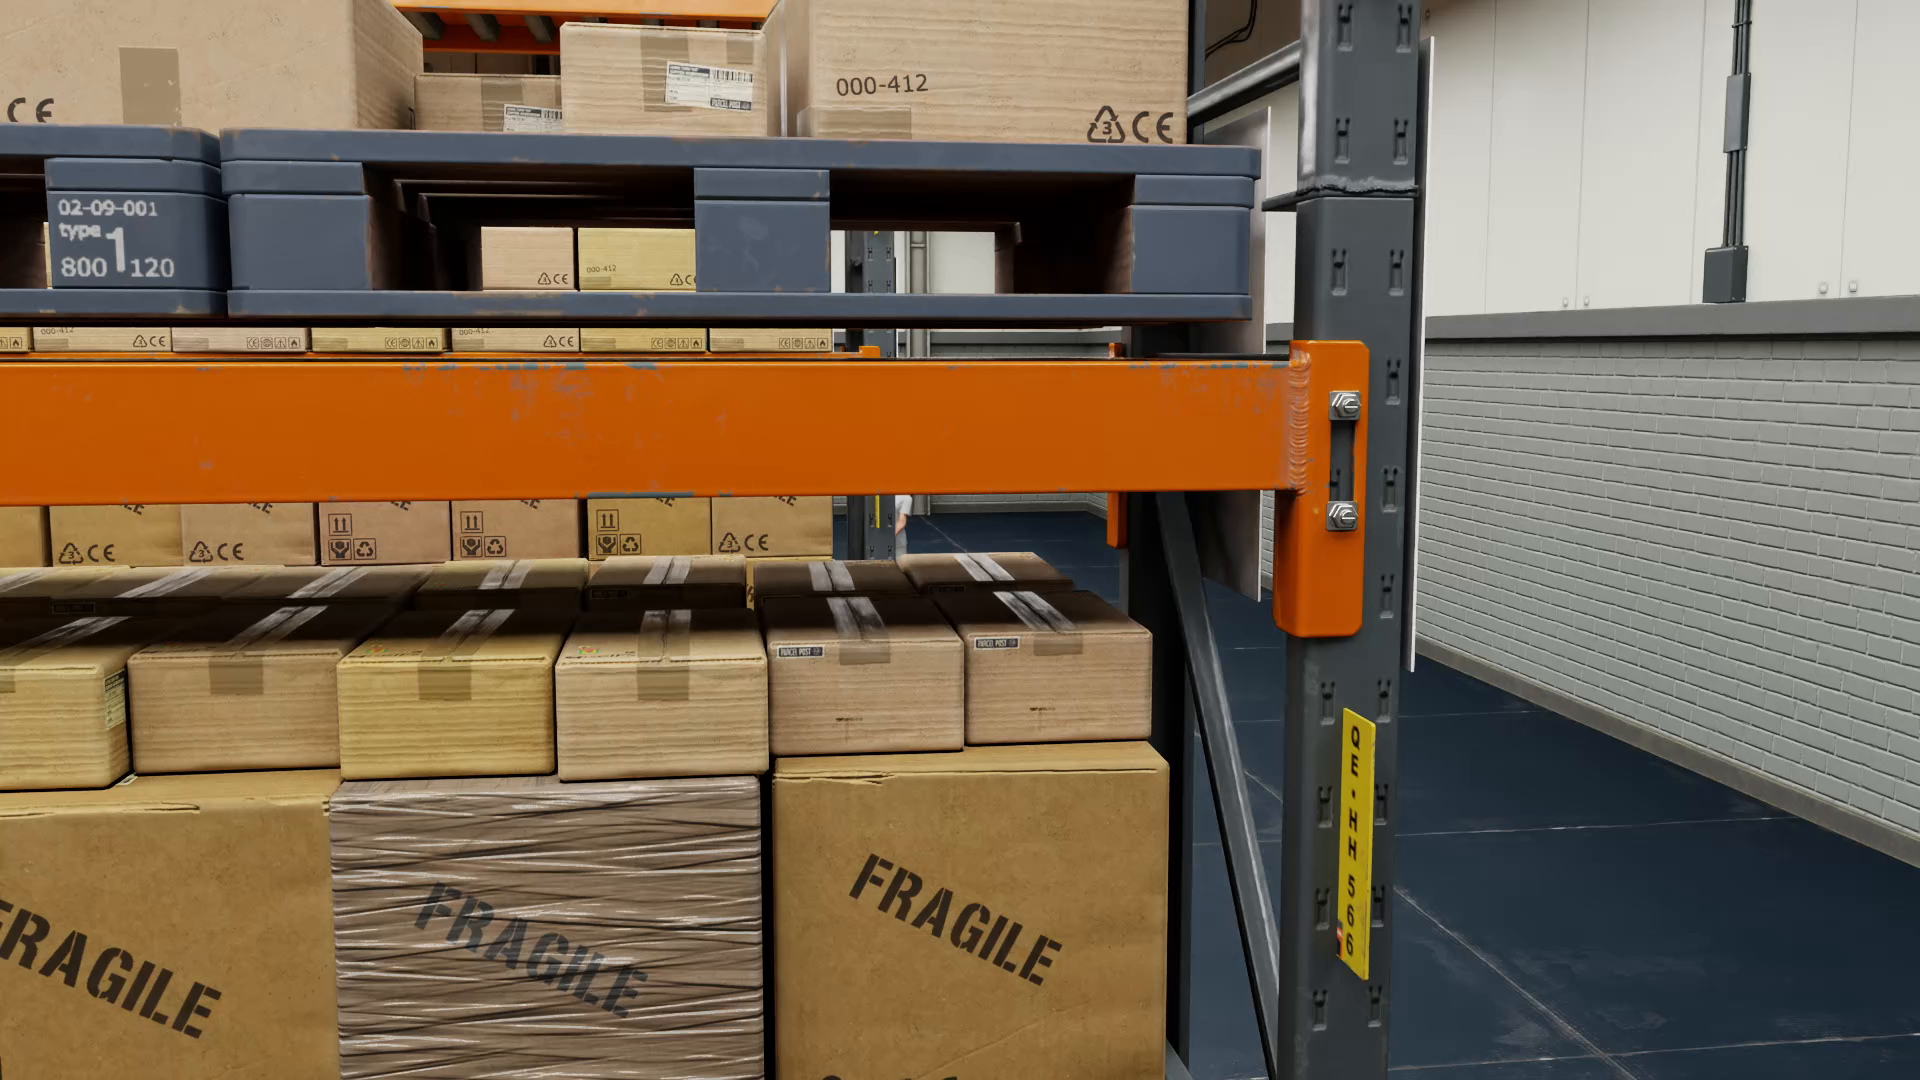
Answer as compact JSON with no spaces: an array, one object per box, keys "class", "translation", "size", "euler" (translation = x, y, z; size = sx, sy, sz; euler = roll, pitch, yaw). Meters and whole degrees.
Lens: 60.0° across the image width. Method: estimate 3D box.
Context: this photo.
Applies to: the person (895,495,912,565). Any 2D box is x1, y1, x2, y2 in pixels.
[{"class":"person","translation":[-0.731,0.091,16.567],"size":[0.436,1.663,0.548],"euler":[4,8,29]}]
